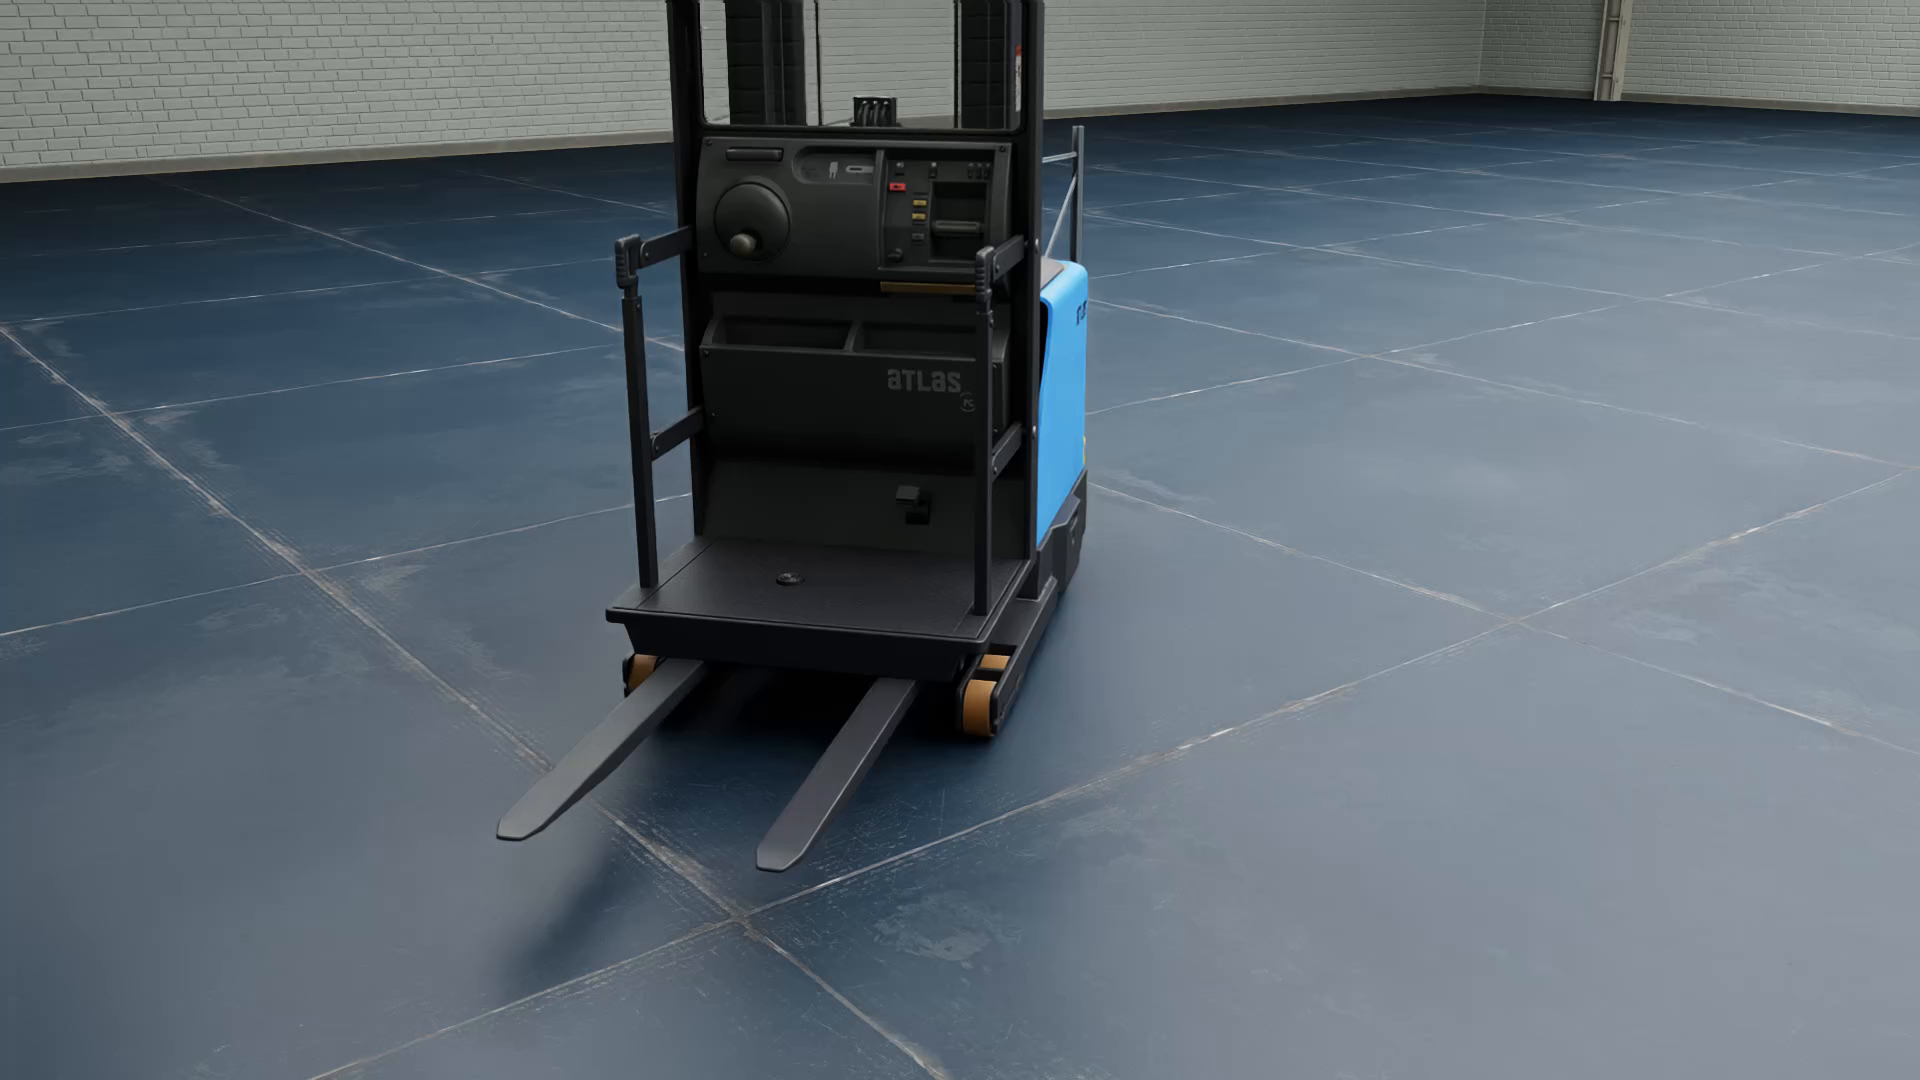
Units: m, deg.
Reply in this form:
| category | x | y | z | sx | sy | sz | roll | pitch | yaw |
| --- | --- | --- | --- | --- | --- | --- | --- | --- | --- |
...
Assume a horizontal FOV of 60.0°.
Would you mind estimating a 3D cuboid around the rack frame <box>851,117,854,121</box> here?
| category | x | y | z | sx | sy | sz | roll | pitch | yaw |
| --- | --- | --- | --- | --- | --- | --- | --- | --- | --- |
| rack frame | -0.541 | -0.978 | 6.931 | 0.032 | 1.500 | 0.500 | 10 | 21 | 28 |

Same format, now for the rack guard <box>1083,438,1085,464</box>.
| category | x | y | z | sx | sy | sz | roll | pitch | yaw |
| --- | --- | --- | --- | --- | --- | --- | --- | --- | --- |
| rack guard | 0.340 | -0.226 | 6.648 | 0.087 | 0.250 | 0.587 | 10 | 21 | 28 |

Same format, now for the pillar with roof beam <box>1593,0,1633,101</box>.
| category | x | y | z | sx | sy | sz | roll | pitch | yaw |
| --- | --- | --- | --- | --- | --- | --- | --- | --- | --- |
| pillar with roof beam | 8.903 | -11.772 | 27.597 | 9.100 | 9.000 | 0.400 | -14 | 23 | -36 |

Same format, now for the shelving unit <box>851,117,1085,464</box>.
| category | x | y | z | sx | sy | sz | roll | pitch | yaw |
| --- | --- | --- | --- | --- | --- | --- | --- | --- | --- |
| shelving unit | -0.092 | -0.897 | 6.687 | 1.083 | 1.500 | 0.587 | 10 | 21 | 28 |

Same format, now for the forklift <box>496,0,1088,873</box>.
| category | x | y | z | sx | sy | sz | roll | pitch | yaw |
| --- | --- | --- | --- | --- | --- | --- | --- | --- | --- |
| forklift | -0.360 | -0.964 | 4.612 | 1.130 | 2.935 | 3.031 | 4 | 19 | 12 |

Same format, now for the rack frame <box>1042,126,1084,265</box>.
| category | x | y | z | sx | sy | sz | roll | pitch | yaw |
| --- | --- | --- | --- | --- | --- | --- | --- | --- | --- |
| rack frame | 0.341 | -0.819 | 6.451 | 0.032 | 1.500 | 0.500 | 10 | 21 | 28 |
